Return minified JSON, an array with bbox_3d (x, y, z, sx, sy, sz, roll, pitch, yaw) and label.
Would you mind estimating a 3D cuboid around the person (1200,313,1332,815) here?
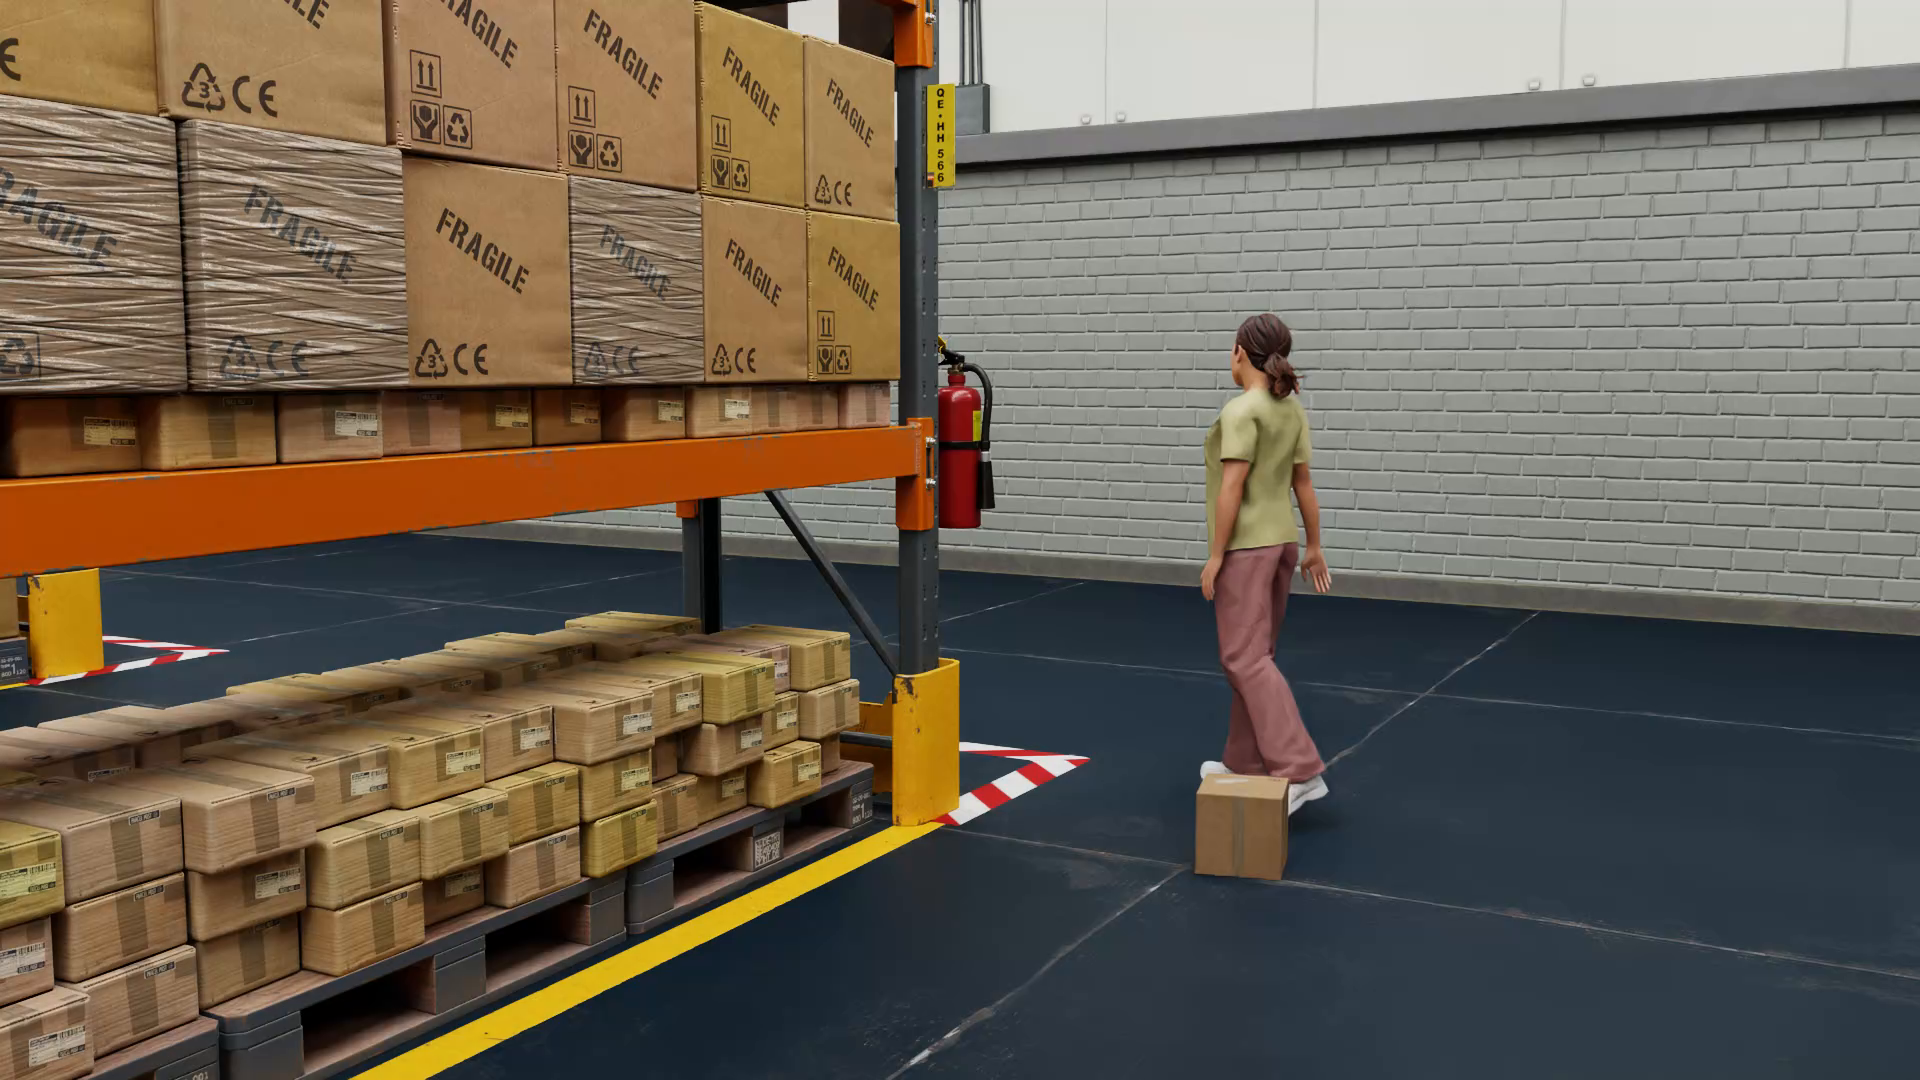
[{"bbox_3d":[1.010,0.068,5.628,0.605,1.664,0.604,5,8,40],"label":"person"}]
